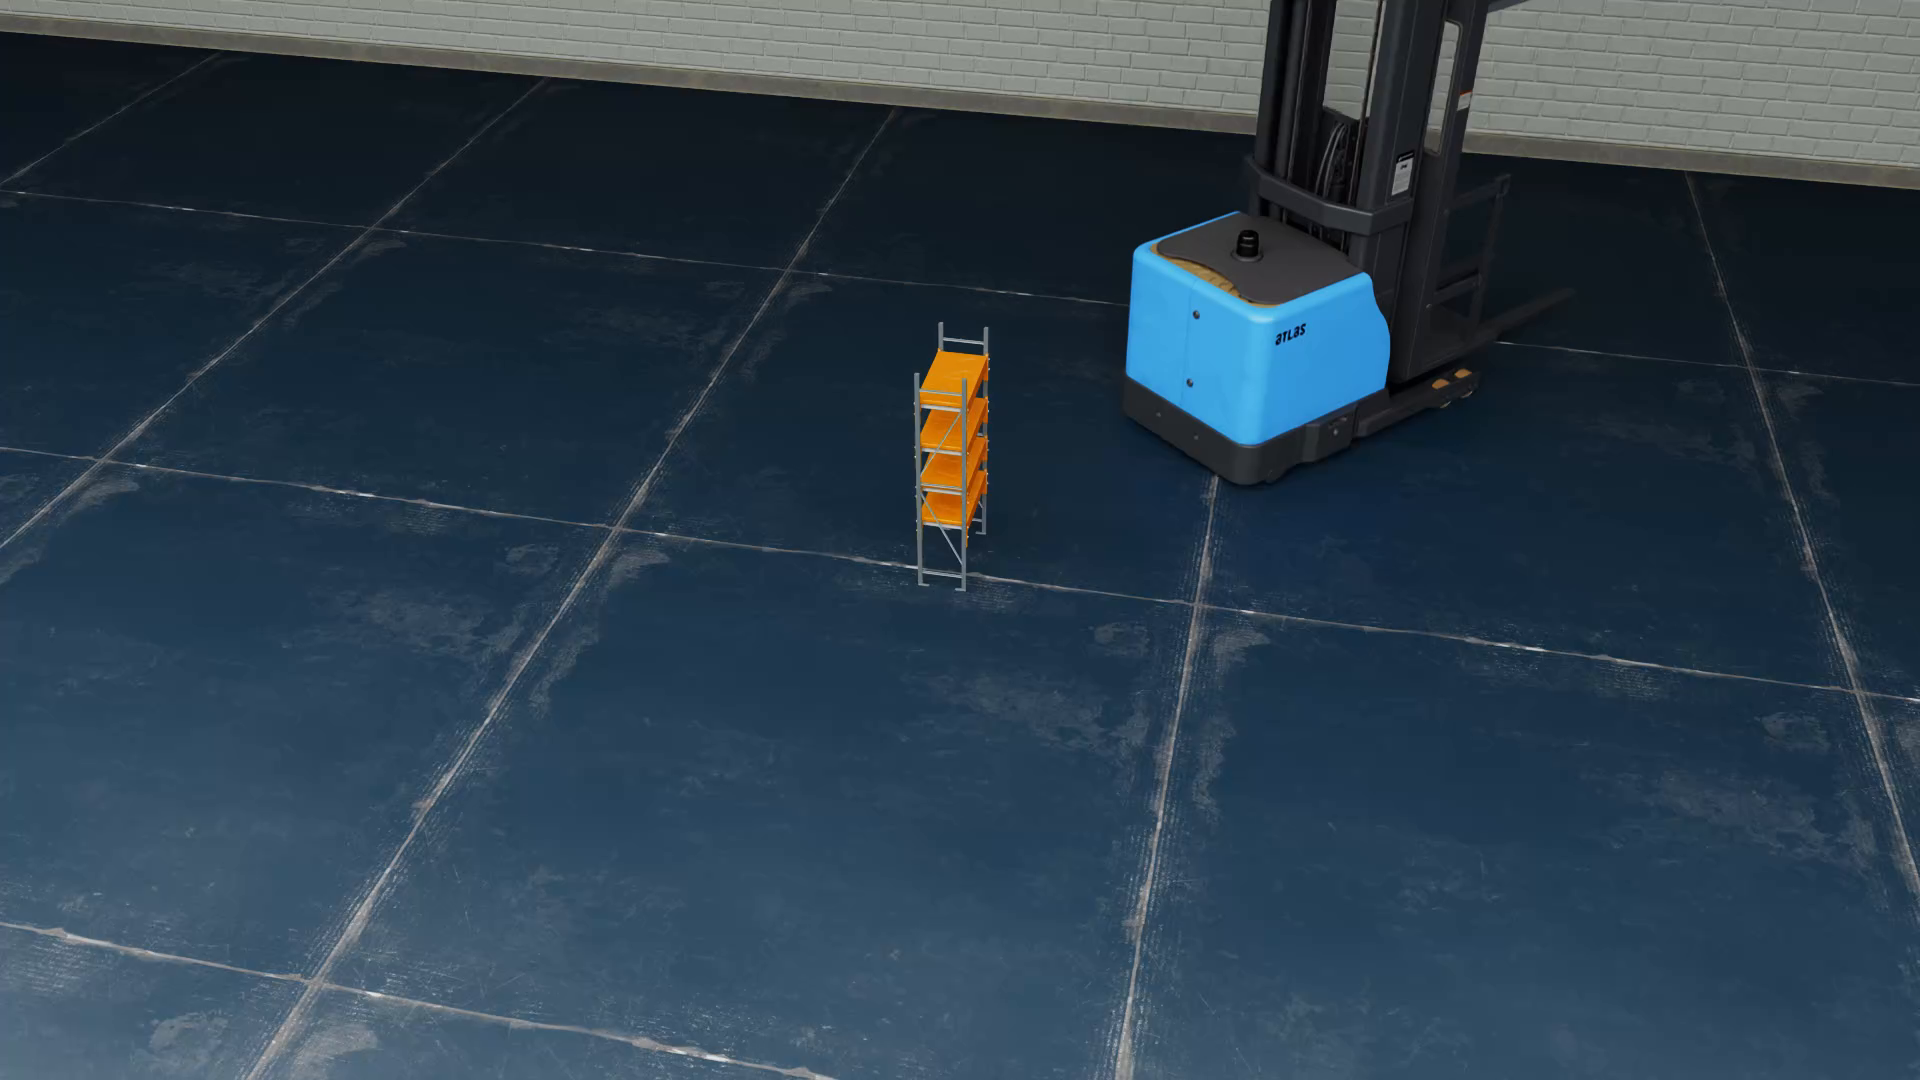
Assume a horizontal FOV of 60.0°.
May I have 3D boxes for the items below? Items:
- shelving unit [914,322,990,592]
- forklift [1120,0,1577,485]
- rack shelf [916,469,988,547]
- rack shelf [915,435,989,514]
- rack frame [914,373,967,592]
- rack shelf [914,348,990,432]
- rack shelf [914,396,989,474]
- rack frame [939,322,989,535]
[{"bbox_3d":[-0.035,-0.391,8.037,0.258,1.200,0.503,7,37,10],"label":"shelving unit"},{"bbox_3d":[2.394,-2.170,9.017,3.031,2.935,1.130,-24,42,-29],"label":"forklift"},{"bbox_3d":[-0.035,-0.176,8.193,0.258,0.148,0.480,7,37,10],"label":"rack shelf"},{"bbox_3d":[-0.035,-0.336,8.077,0.258,0.148,0.480,7,37,10],"label":"rack shelf"},{"bbox_3d":[-0.087,-0.251,7.844,0.240,1.200,0.015,7,37,10],"label":"rack frame"},{"bbox_3d":[-0.035,-0.709,7.806,0.258,0.148,0.480,7,37,10],"label":"rack shelf"},{"bbox_3d":[-0.035,-0.518,7.945,0.258,0.148,0.480,7,37,10],"label":"rack shelf"},{"bbox_3d":[0.017,-0.531,8.230,0.240,1.200,0.015,7,37,10],"label":"rack frame"}]
